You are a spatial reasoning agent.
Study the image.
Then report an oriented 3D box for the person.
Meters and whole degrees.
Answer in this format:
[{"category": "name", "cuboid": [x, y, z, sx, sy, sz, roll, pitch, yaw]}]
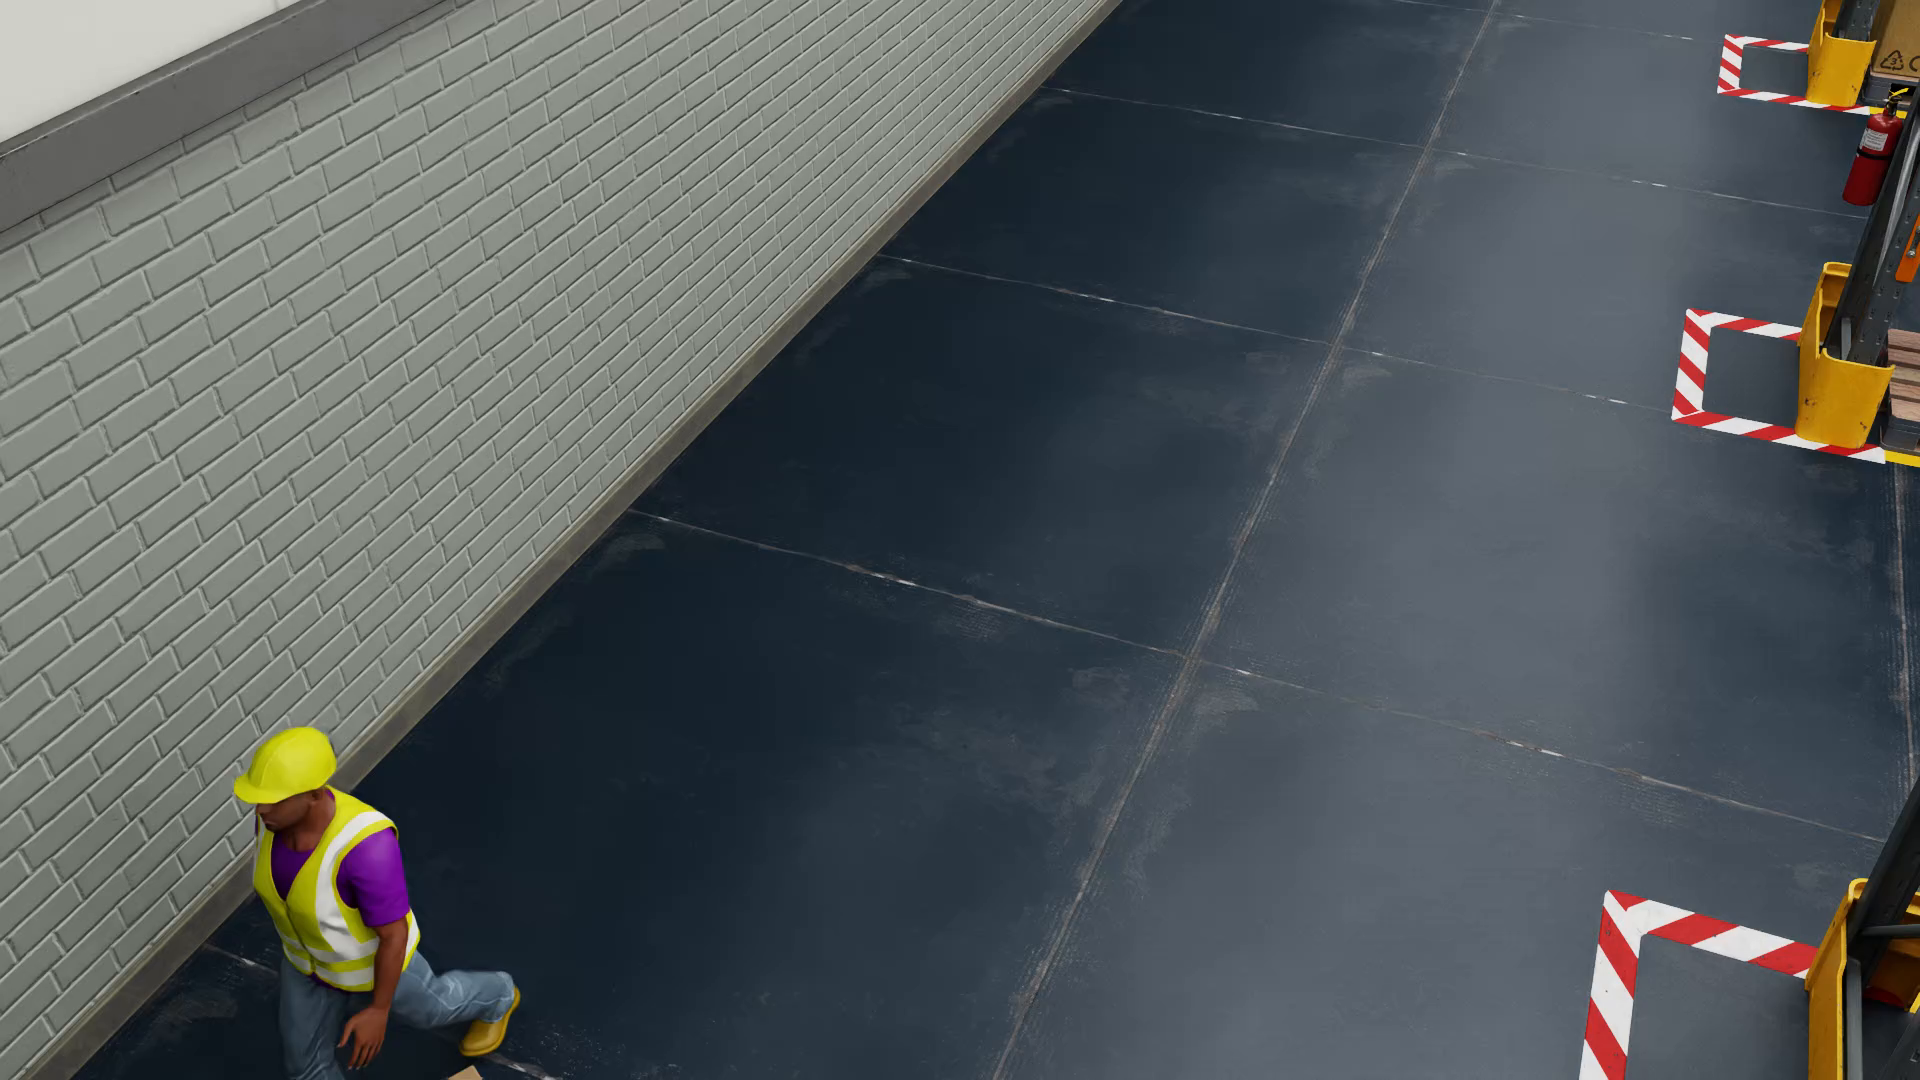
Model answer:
[{"category": "person", "cuboid": [-1.884, 1.272, 5.133, 0.578, 1.723, 1.050, 15, 40, 19]}]
